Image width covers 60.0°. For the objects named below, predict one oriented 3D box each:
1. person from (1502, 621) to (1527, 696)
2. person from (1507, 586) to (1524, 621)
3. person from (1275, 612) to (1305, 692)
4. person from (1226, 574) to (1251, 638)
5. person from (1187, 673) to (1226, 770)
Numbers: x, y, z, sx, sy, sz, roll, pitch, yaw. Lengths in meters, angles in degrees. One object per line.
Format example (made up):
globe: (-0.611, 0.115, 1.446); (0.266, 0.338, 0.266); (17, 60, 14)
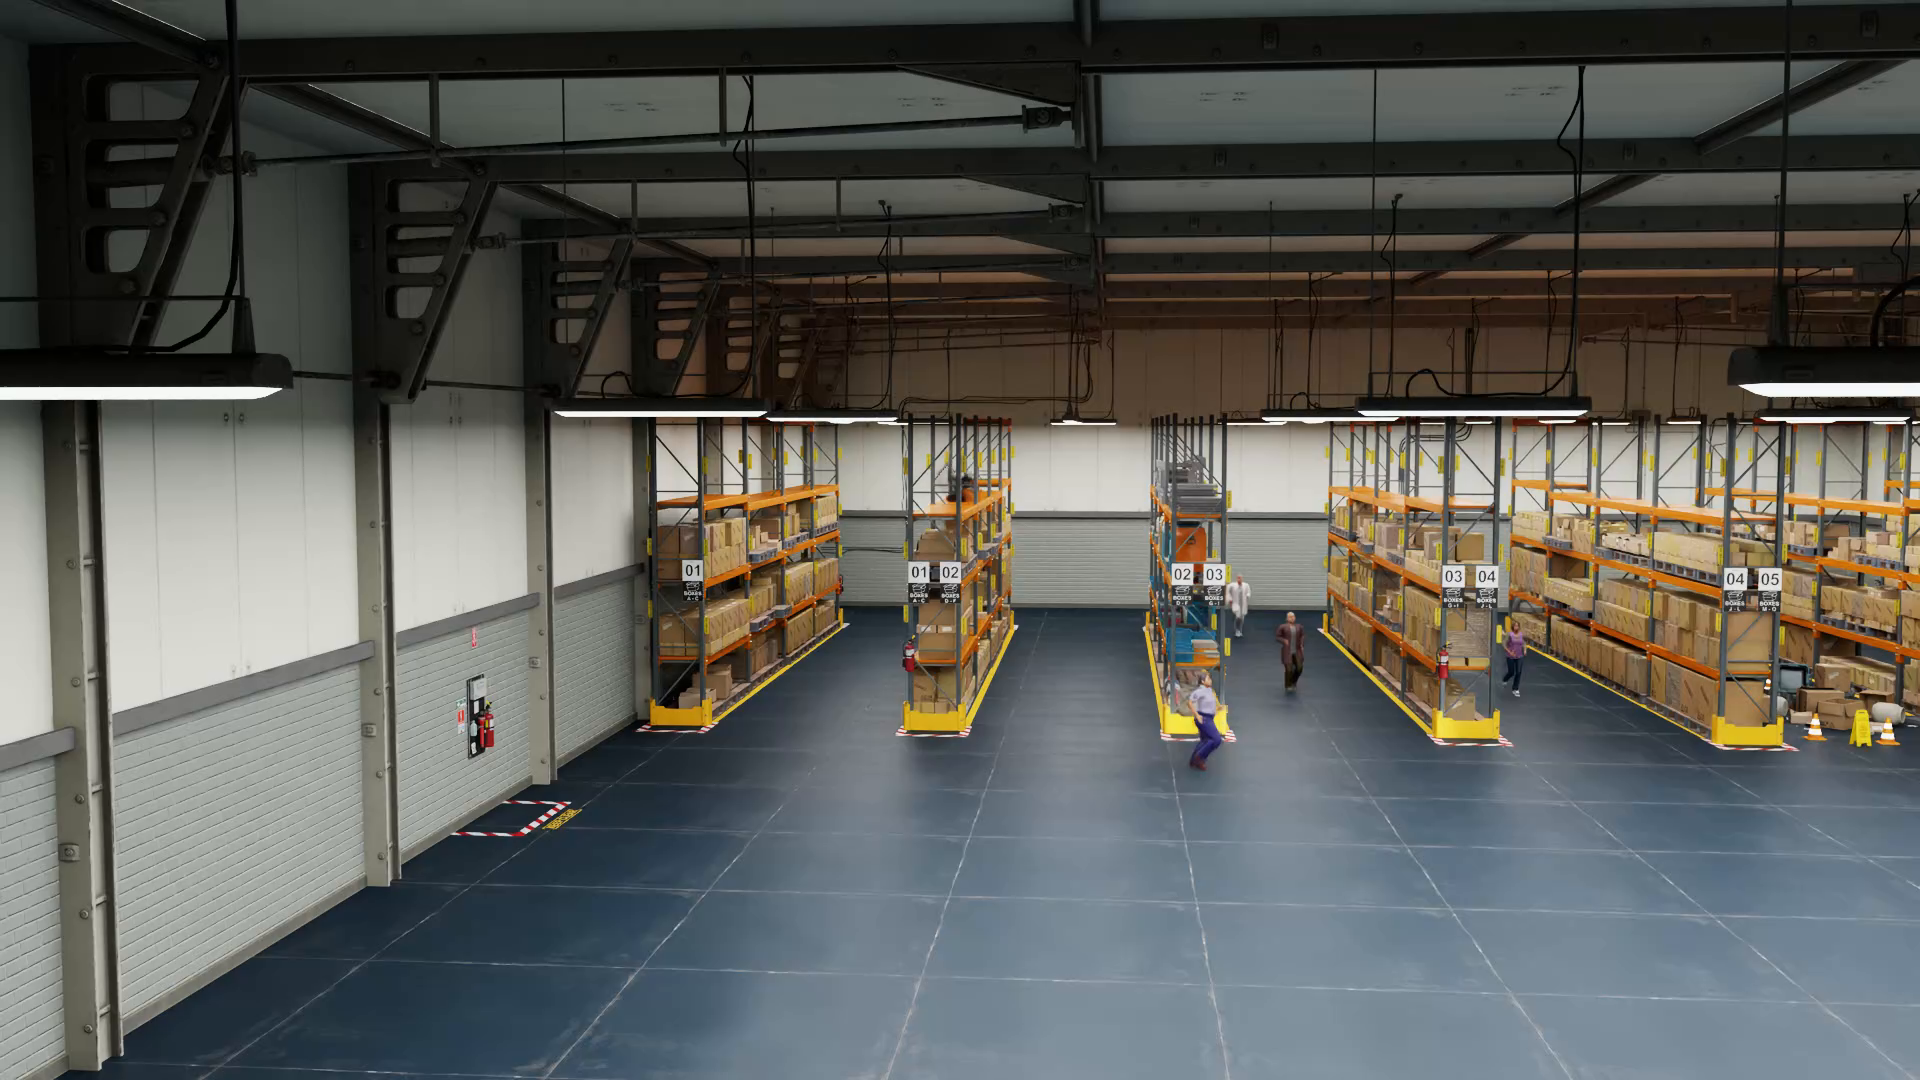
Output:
person: (11.931, 2.535, 35.814); (0.566, 1.594, 0.668); (0, 4, -5)
person: (15.891, 1.706, 47.373); (0.742, 1.713, 0.560); (-2, 4, -22)
person: (7.173, 2.431, 35.868); (0.697, 1.741, 0.639); (0, 4, -5)
person: (7.637, 1.801, 45.518); (0.646, 1.762, 0.840); (-1, 4, -9)
person: (4.128, 3.031, 27.801); (0.629, 1.613, 0.585); (1, 4, 20)
